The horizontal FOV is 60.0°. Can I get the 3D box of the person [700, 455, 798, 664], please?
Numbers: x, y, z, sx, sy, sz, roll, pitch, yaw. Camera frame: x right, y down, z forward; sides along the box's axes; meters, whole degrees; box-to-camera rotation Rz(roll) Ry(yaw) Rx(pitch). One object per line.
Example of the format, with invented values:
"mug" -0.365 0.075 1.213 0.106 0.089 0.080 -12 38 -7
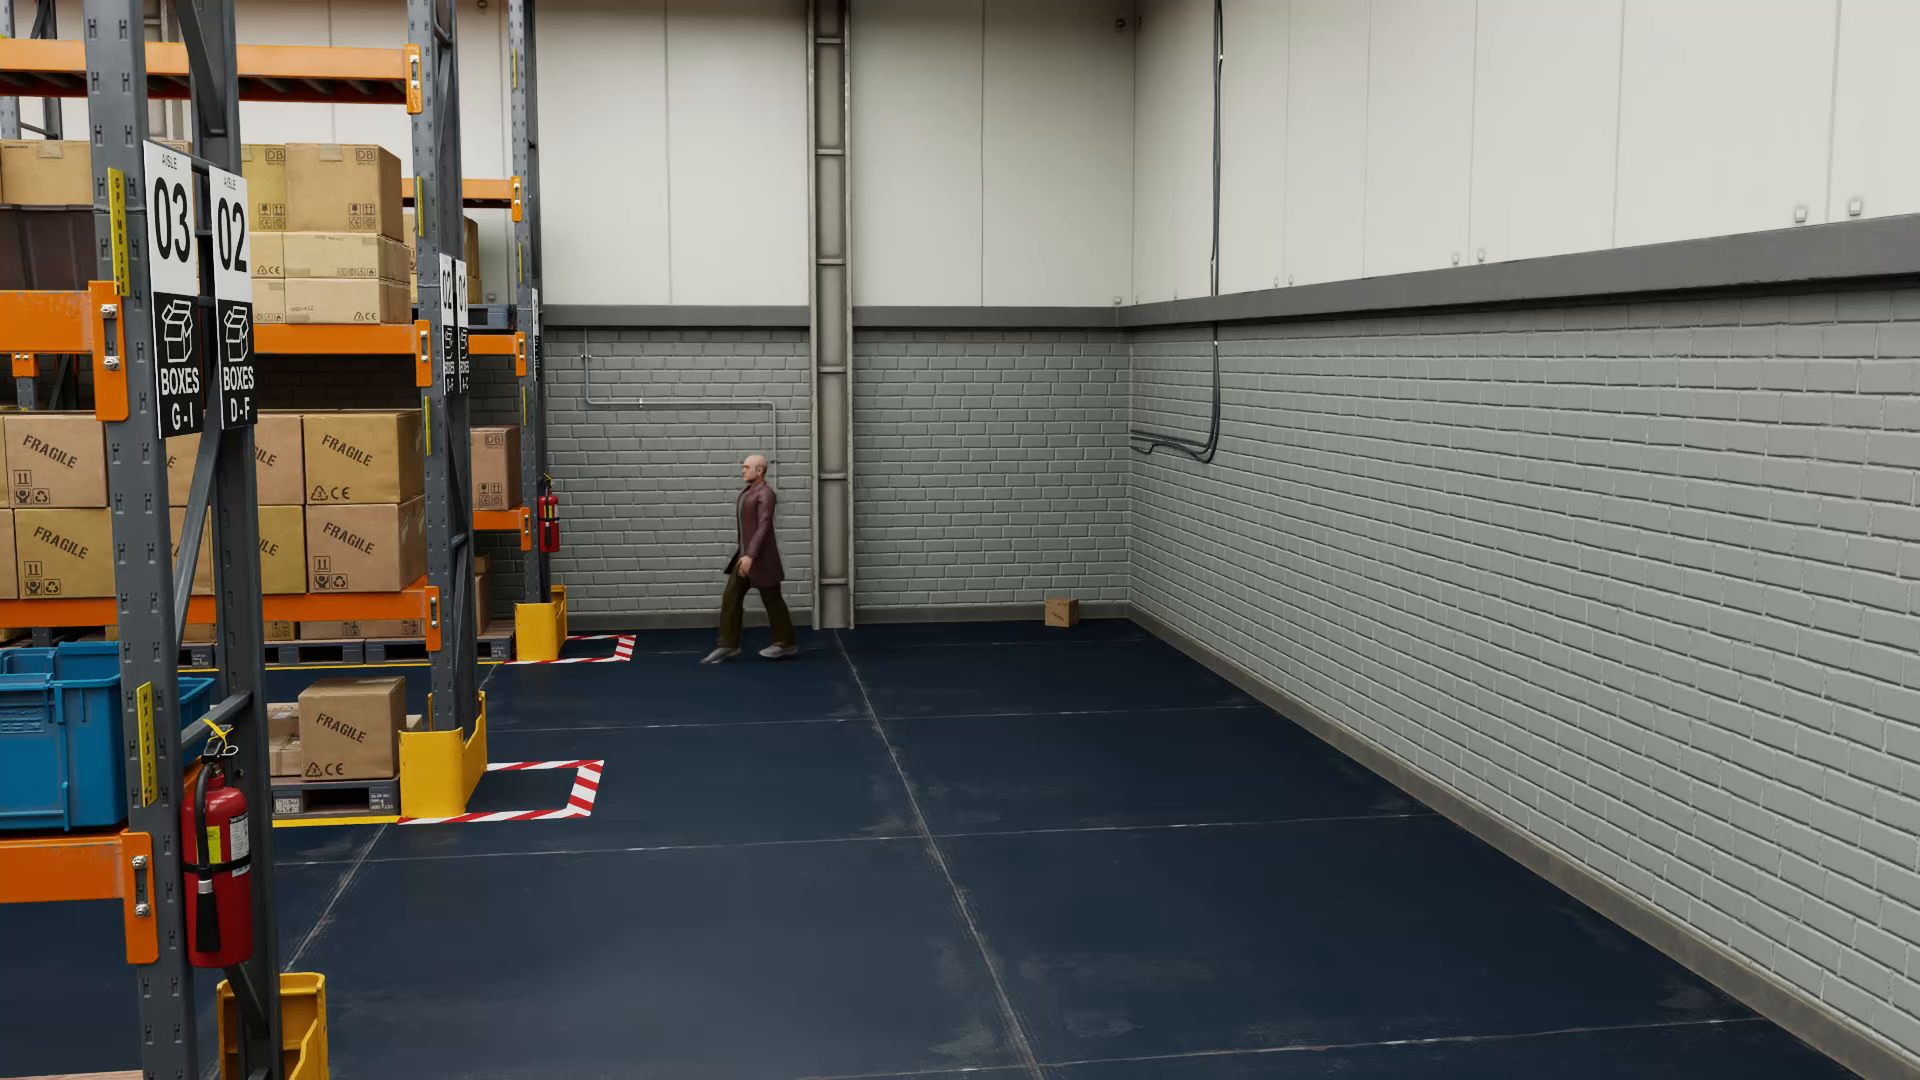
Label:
"person" -1.801 0.173 14.252 0.839 1.810 0.644 -4 7 -30
